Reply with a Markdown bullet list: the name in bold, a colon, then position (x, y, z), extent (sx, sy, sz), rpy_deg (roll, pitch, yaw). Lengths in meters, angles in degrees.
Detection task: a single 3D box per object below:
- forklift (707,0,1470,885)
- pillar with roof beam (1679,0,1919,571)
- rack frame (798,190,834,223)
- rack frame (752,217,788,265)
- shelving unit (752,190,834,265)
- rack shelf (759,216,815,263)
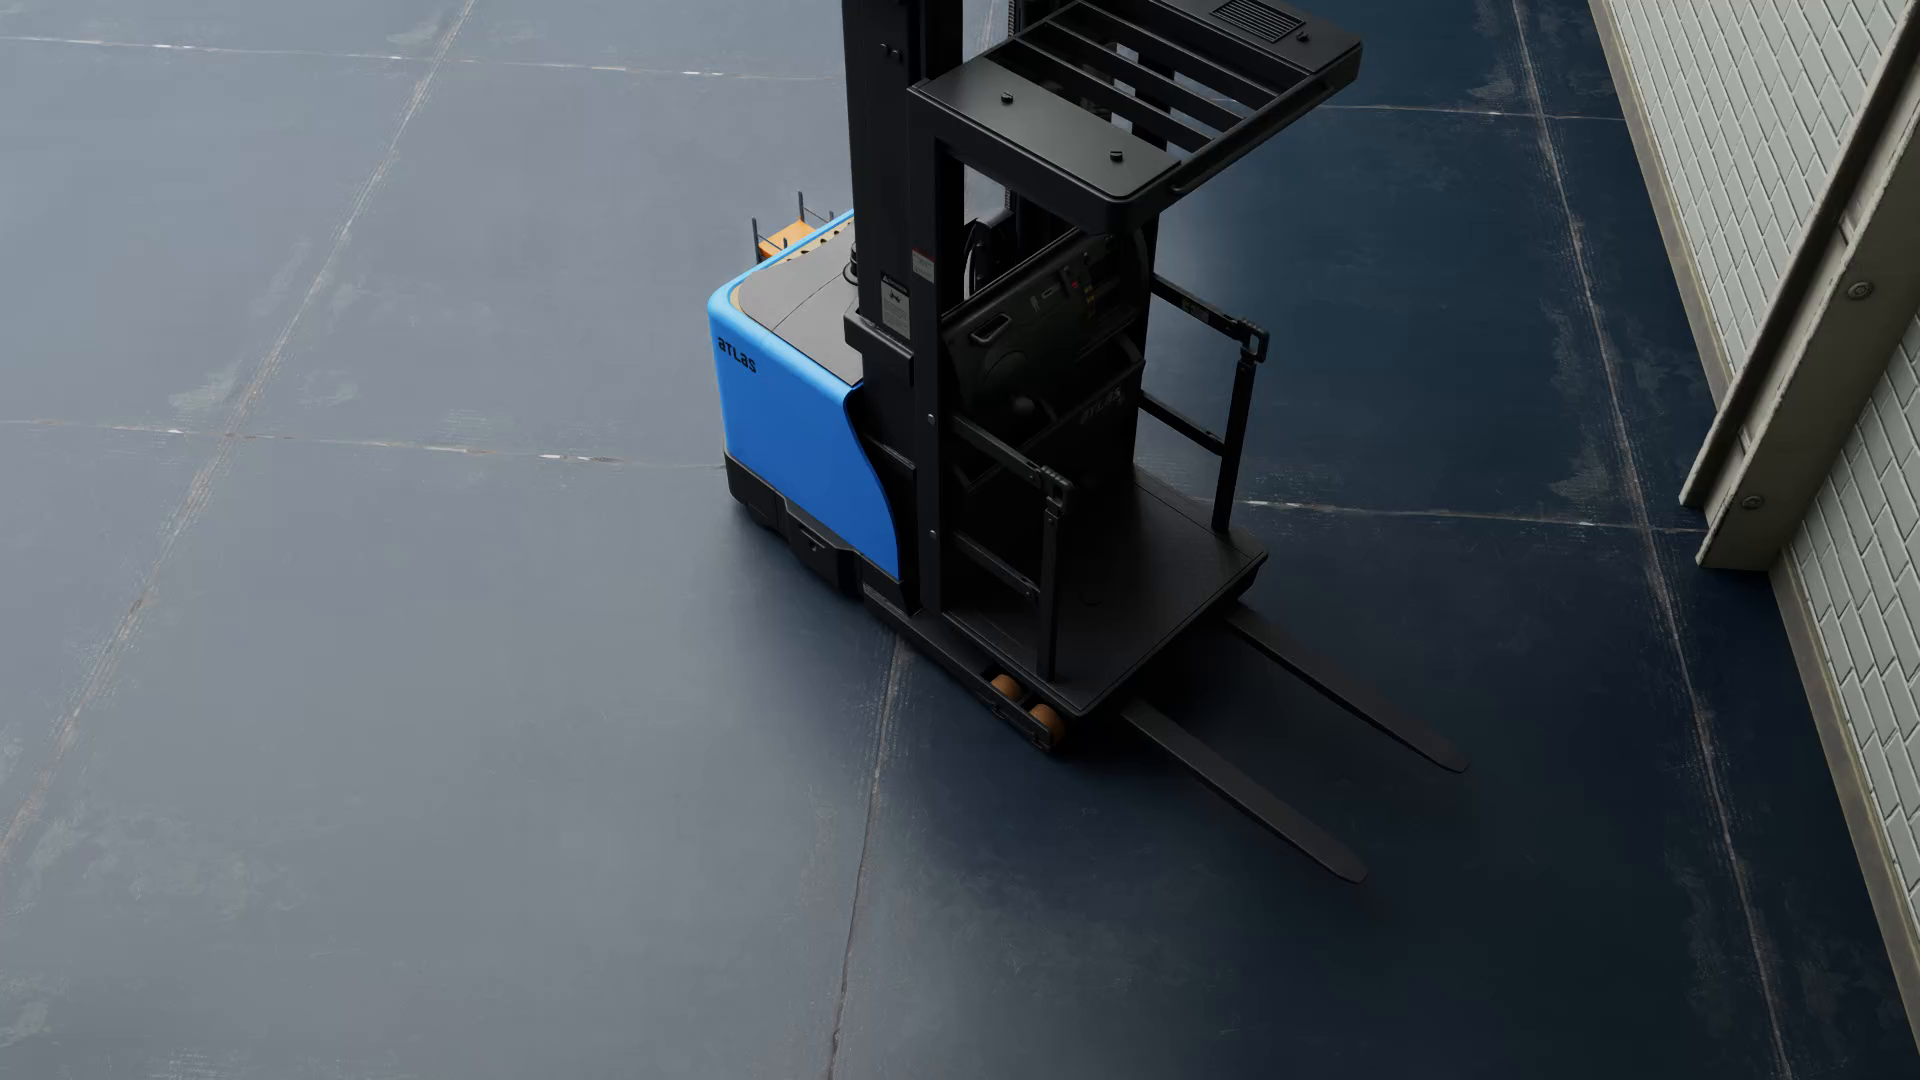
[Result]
- **forklift**: position (0.452, -0.665, 5.398), extent (3.031, 2.935, 1.130), rpy_deg (36, 57, 28)
- **pillar with roof beam**: position (-1.151, -3.356, 3.747), extent (9.100, 9.000, 0.400), rpy_deg (4, 48, 4)
- **rack frame**: position (-0.572, -0.988, 6.968), extent (0.200, 1.050, 0.008), rpy_deg (36, 57, 28)
- **rack frame**: position (-0.742, -0.859, 6.850), extent (0.200, 1.050, 0.008), rpy_deg (36, 57, 28)
- **shelving unit**: position (-0.657, -0.923, 6.909), extent (0.215, 1.050, 0.252), rpy_deg (36, 57, 28)
- **rack shelf**: position (-0.657, -1.108, 6.707), extent (0.215, 0.259, 0.240), rpy_deg (36, 57, 28)
